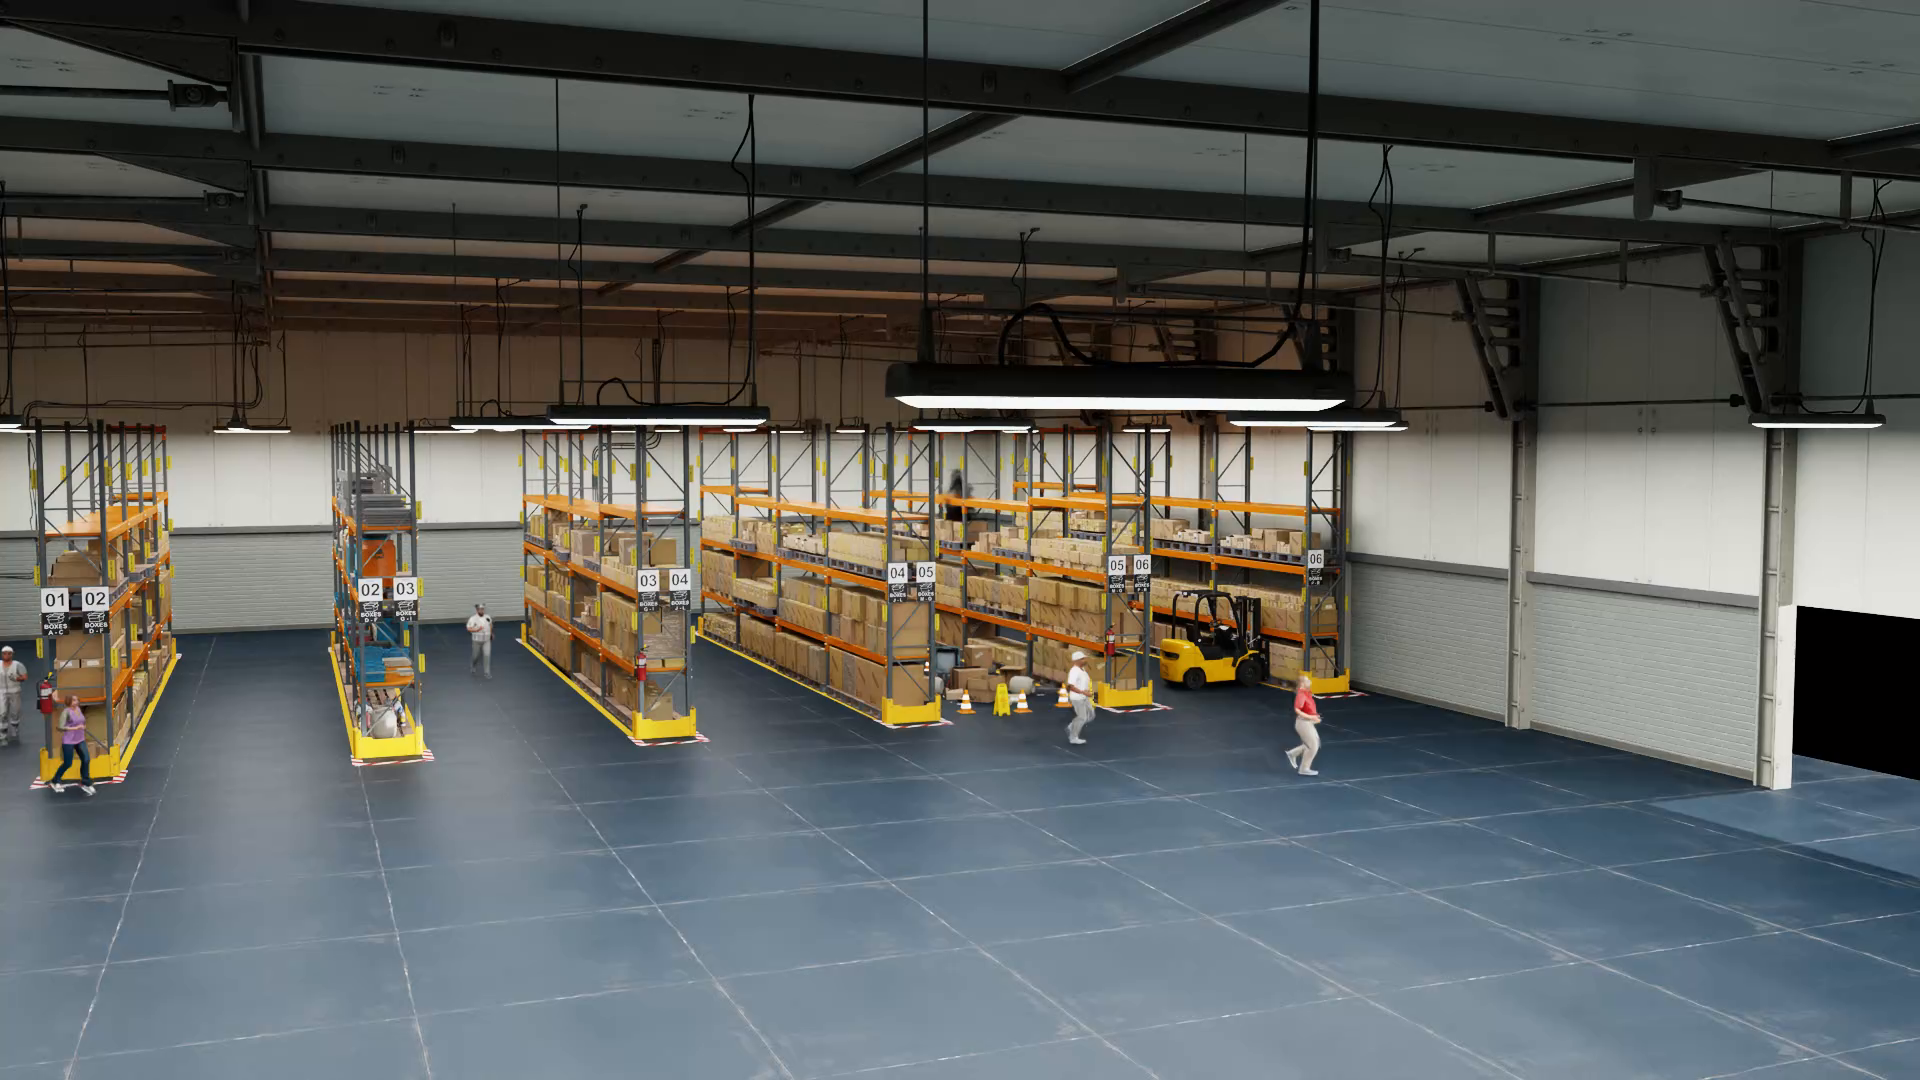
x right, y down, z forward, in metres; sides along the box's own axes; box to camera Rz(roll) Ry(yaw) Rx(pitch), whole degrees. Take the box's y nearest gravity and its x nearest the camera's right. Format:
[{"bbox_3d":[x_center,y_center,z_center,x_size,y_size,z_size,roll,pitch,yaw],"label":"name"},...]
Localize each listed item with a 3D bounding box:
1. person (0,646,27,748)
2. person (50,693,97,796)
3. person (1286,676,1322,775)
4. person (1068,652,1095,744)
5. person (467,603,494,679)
[{"bbox_3d":[-17.673,2.877,30.871,0.655,1.816,0.910,-2,4,-28],"label":"person"},{"bbox_3d":[-14.149,3.260,26.479,0.727,1.644,0.540,1,4,14],"label":"person"},{"bbox_3d":[5.820,3.129,28.097,0.626,1.667,0.660,1,4,19],"label":"person"},{"bbox_3d":[2.248,2.925,30.868,0.569,1.719,0.674,1,4,21],"label":"person"},{"bbox_3d":[-11.317,2.363,39.322,0.667,1.759,0.934,-2,4,-31],"label":"person"}]
